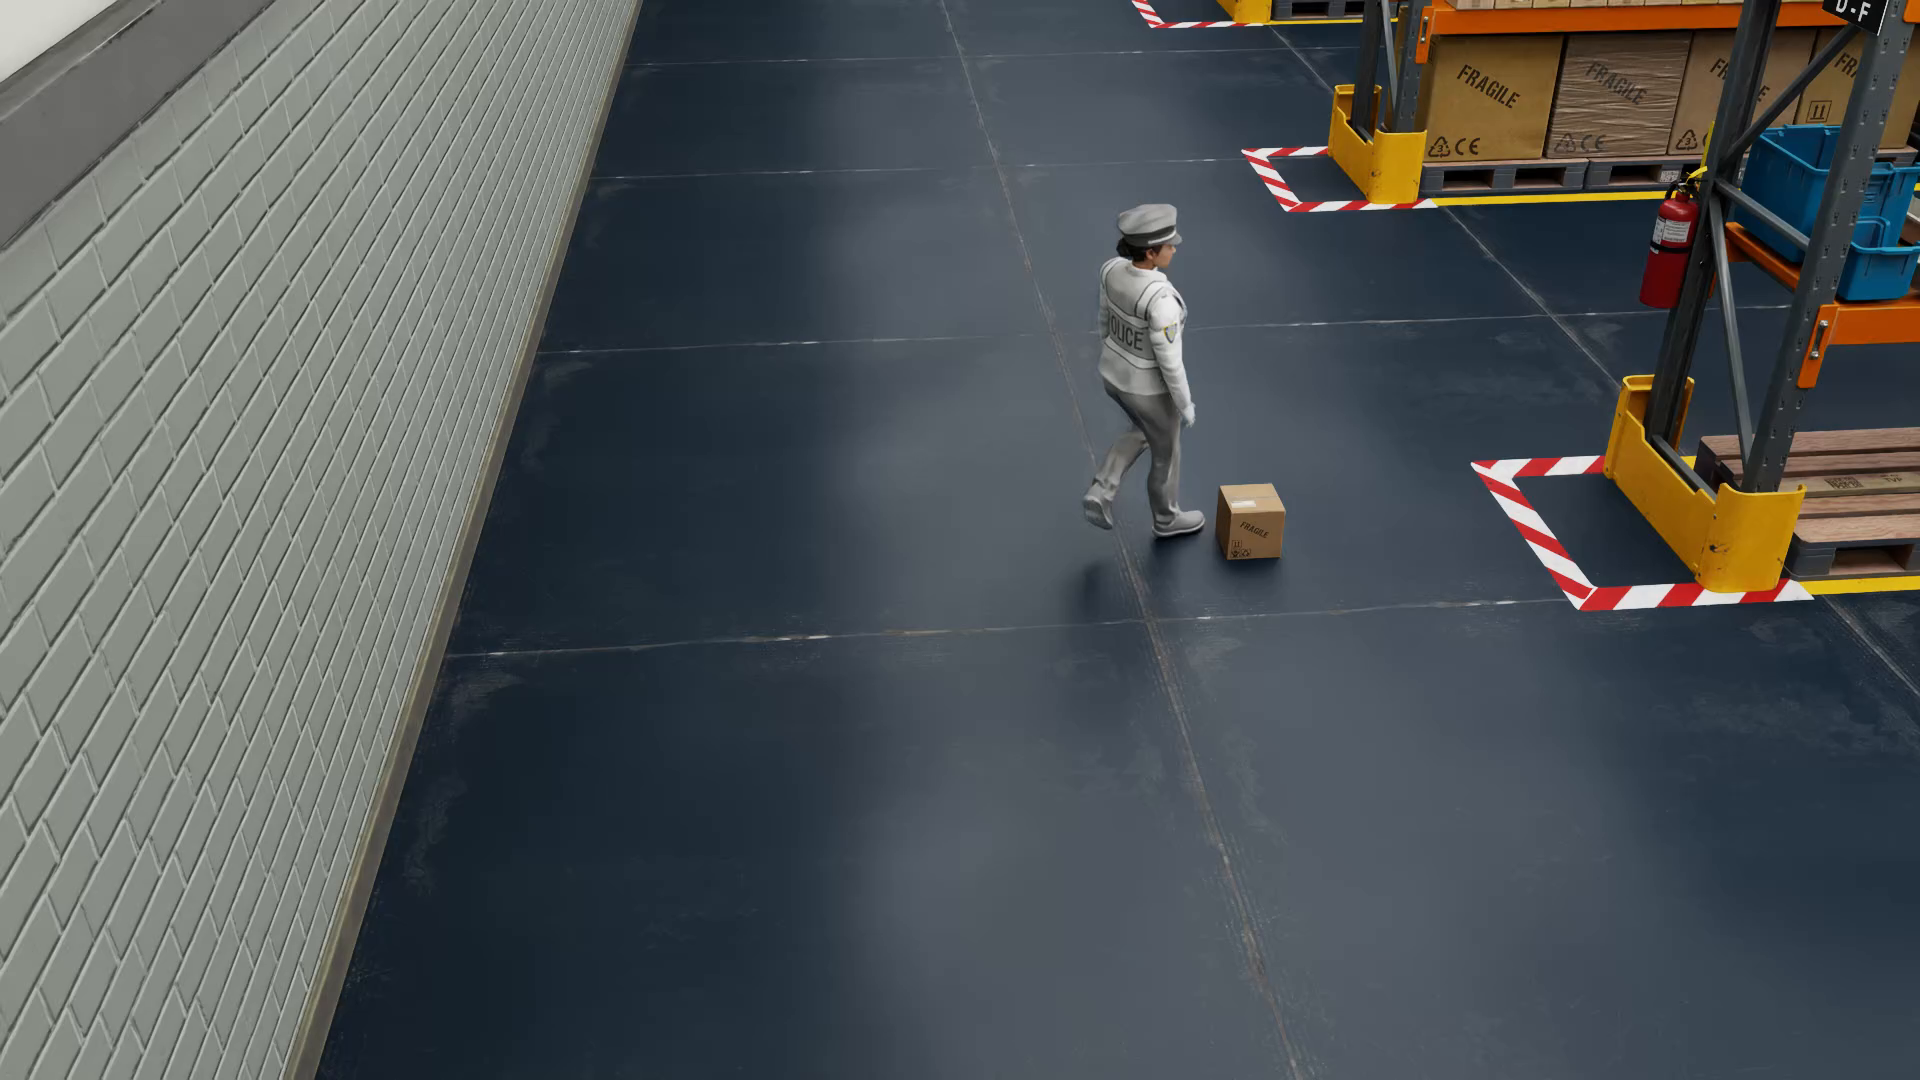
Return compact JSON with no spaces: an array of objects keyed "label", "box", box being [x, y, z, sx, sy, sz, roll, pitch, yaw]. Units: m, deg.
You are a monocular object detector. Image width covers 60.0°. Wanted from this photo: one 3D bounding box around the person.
[{"label":"person","box":[0.868,-0.699,7.260,0.667,1.653,0.550,-17,35,-26]}]
